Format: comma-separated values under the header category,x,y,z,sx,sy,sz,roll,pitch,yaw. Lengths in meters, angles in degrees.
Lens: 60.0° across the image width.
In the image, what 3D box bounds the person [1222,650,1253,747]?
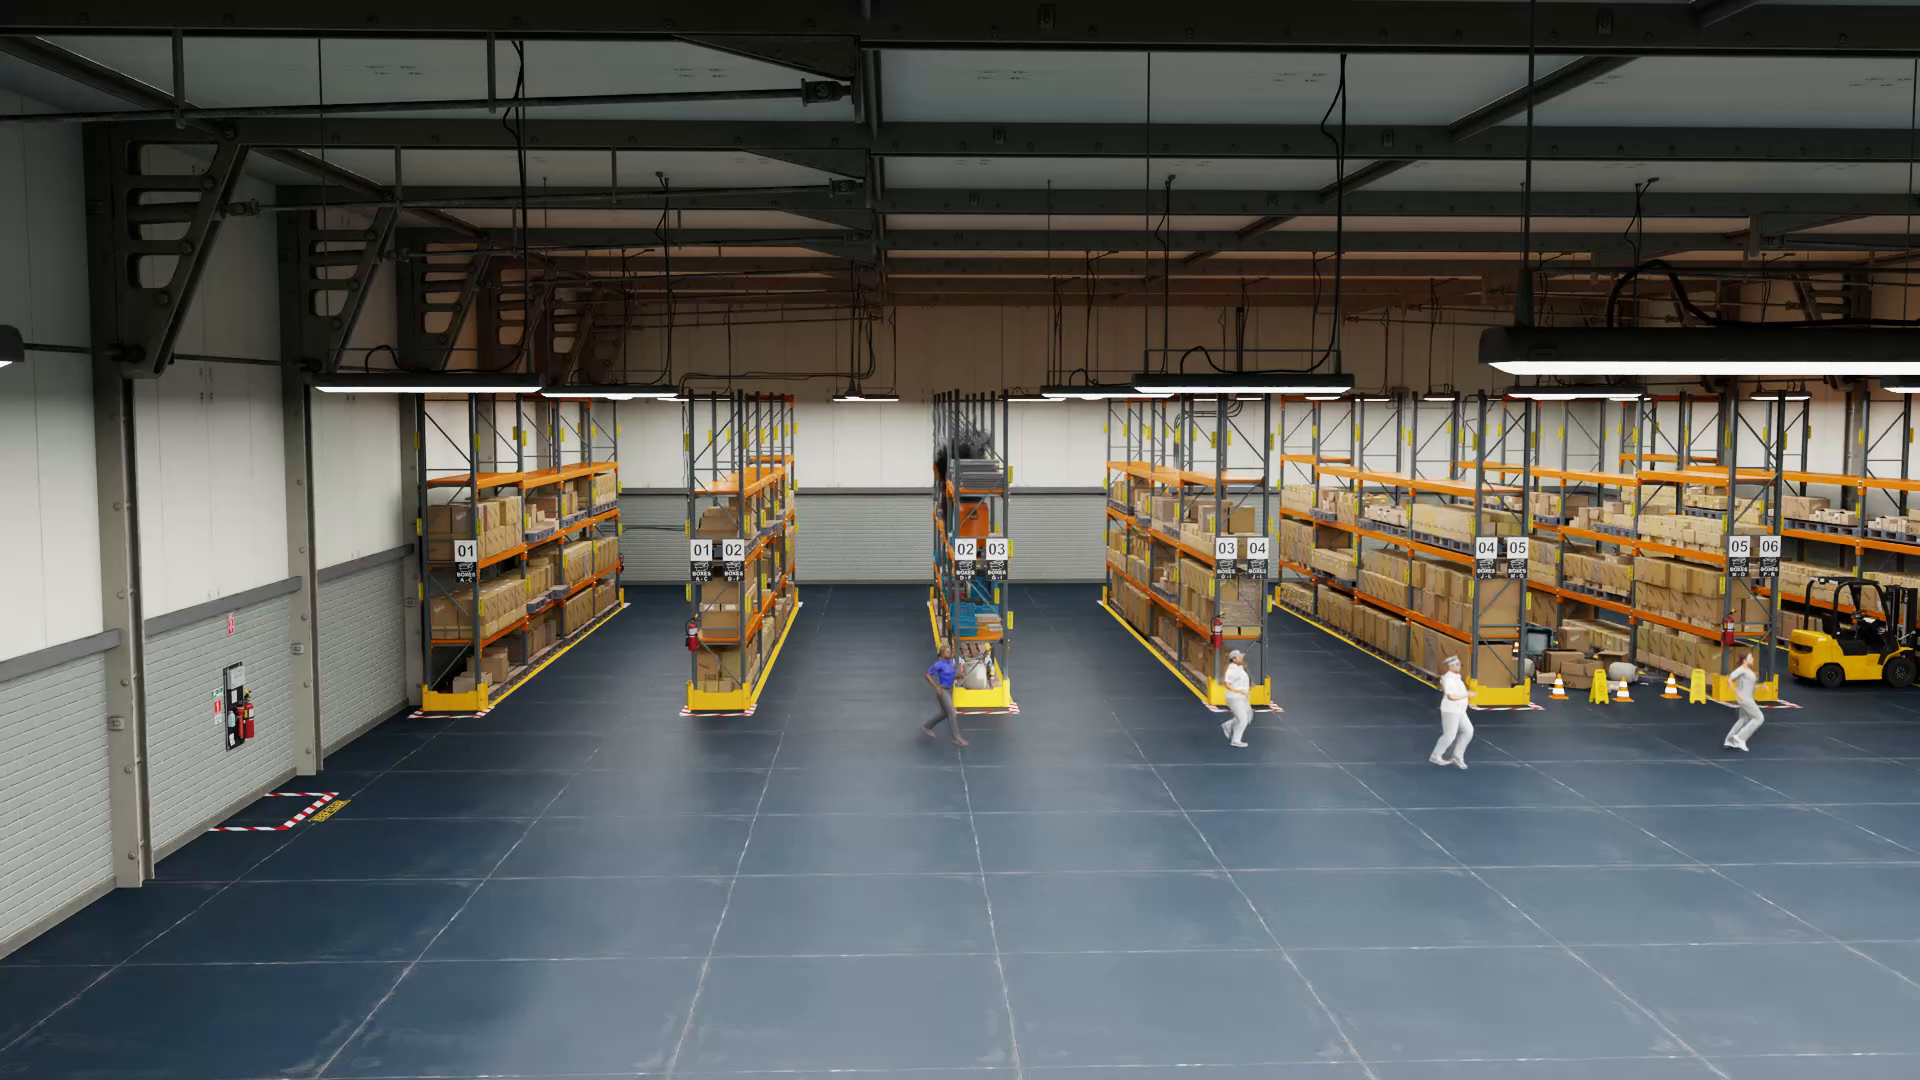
category,x,y,z,sx,sy,sz,roll,pitch,yaw
person,4.626,2.644,27.864,0.575,1.617,0.604,3,5,29

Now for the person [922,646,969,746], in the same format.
category,x,y,z,sx,sy,sz,roll,pitch,yaw
person,-0.257,2.595,27.992,0.938,1.647,0.576,2,5,26

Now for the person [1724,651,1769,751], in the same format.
category,x,y,z,sx,sy,sz,roll,pitch,yaw
person,12.970,2.649,27.408,0.653,1.640,0.538,3,6,37

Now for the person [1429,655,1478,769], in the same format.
category,x,y,z,sx,sy,sz,roll,pitch,yaw
person,7.774,2.656,26.116,0.726,1.710,0.640,3,5,29
